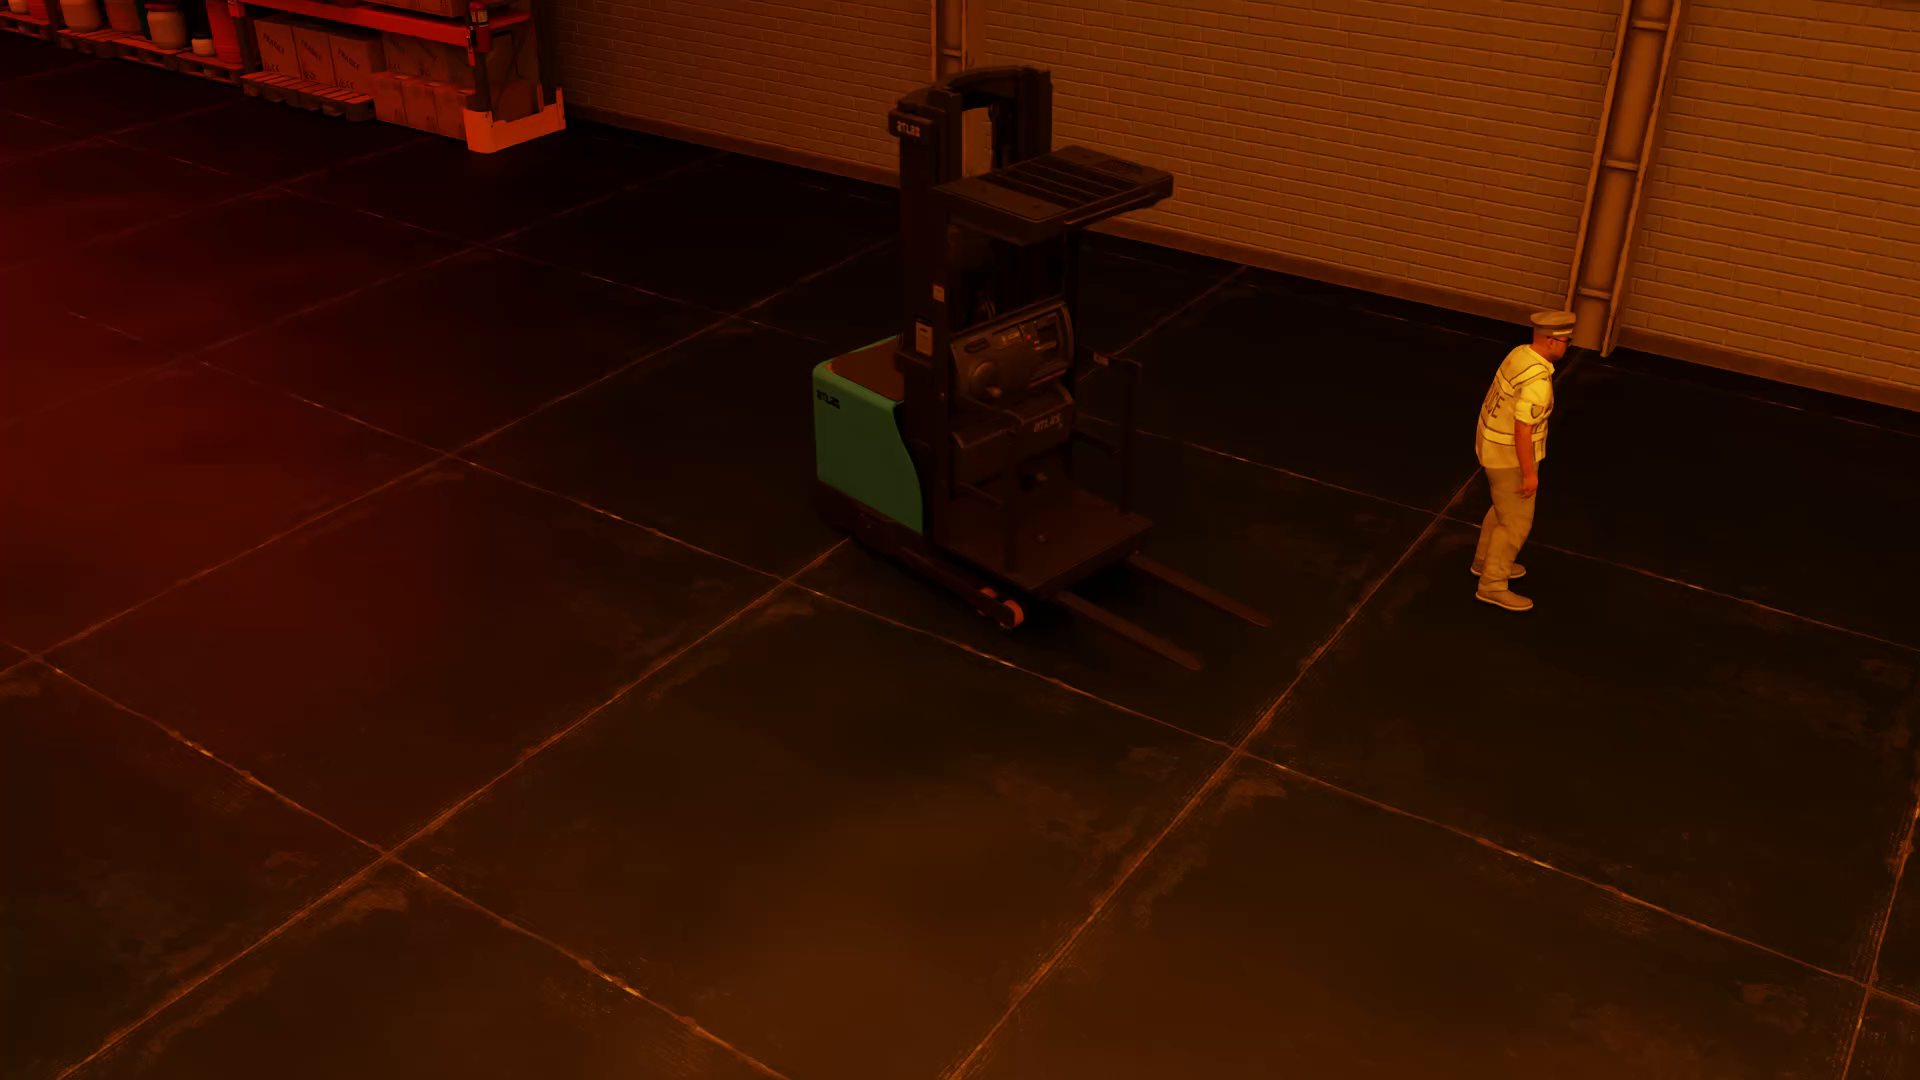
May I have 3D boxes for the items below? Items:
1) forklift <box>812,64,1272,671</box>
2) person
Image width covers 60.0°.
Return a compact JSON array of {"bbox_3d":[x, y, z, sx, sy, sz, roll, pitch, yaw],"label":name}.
[{"bbox_3d":[0.453,-1.045,9.380,1.130,2.935,3.031,-26,39,-37],"label":"forklift"},{"bbox_3d":[3.202,-0.486,9.596,0.443,1.747,0.600,4,30,7],"label":"person"}]
